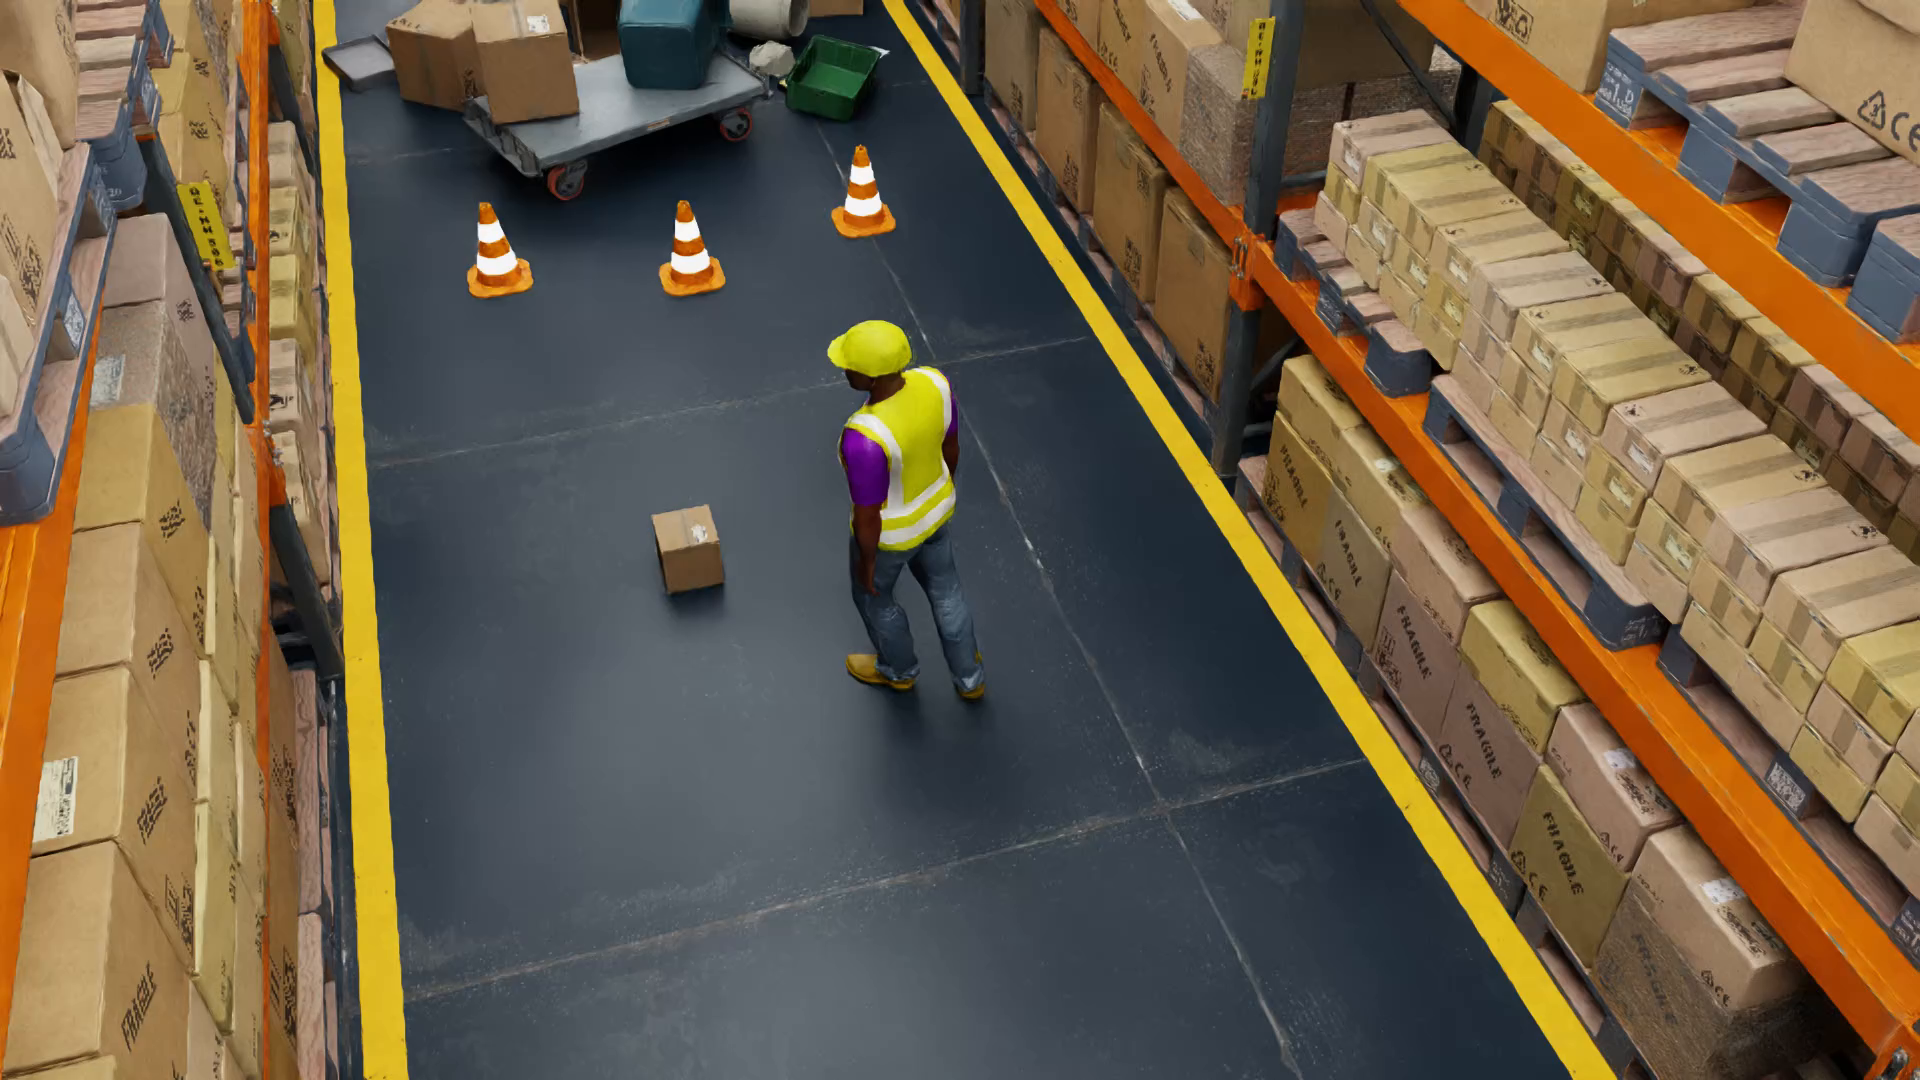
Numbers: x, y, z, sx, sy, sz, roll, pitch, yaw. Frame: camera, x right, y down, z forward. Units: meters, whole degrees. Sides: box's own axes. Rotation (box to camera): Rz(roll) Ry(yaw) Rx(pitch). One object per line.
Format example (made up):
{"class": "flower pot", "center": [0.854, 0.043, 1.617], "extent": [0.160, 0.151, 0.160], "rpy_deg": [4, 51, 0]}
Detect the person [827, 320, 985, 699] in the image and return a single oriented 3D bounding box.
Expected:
{"class": "person", "center": [-0.188, -0.070, 6.227], "extent": [0.563, 1.750, 0.600], "rpy_deg": [29, 50, 28]}
